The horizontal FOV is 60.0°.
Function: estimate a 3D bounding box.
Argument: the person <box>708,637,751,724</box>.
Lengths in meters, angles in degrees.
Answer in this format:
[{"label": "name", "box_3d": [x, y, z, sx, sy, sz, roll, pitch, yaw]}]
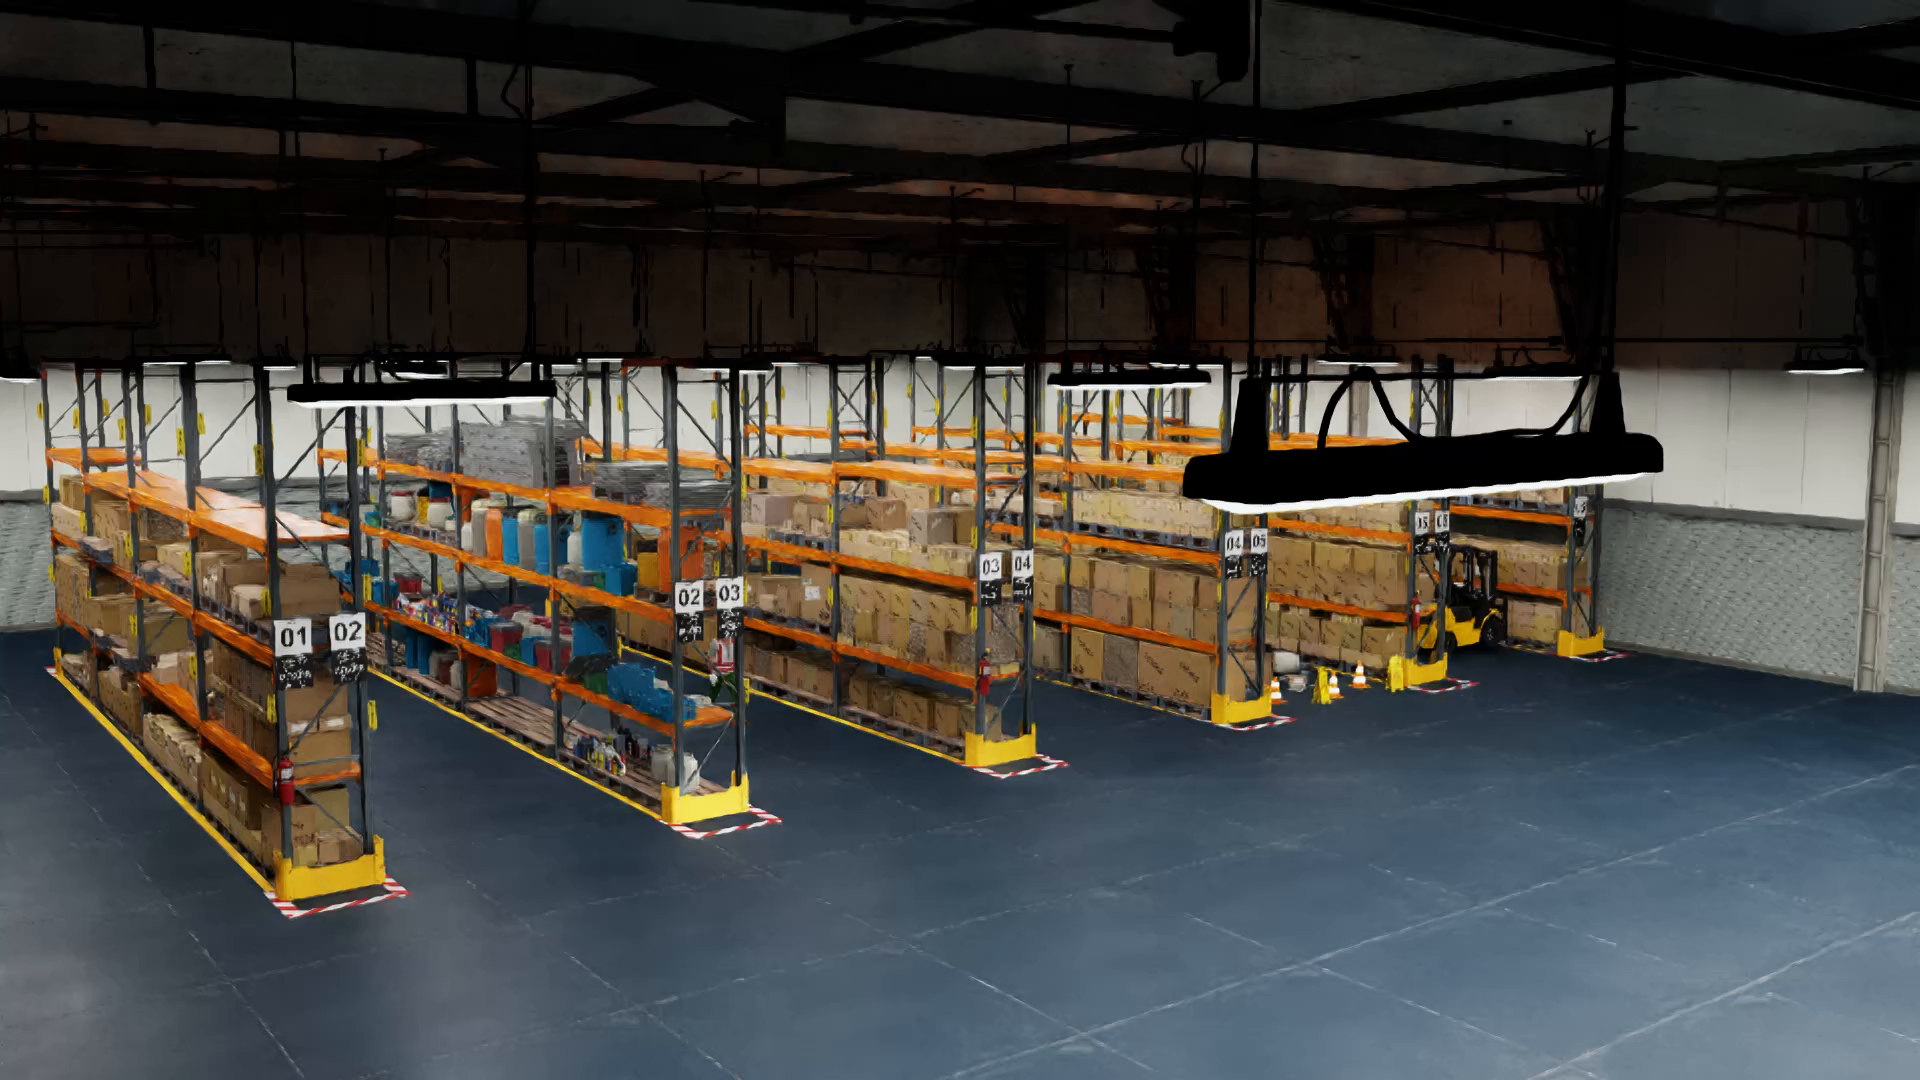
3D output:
[{"label": "person", "box_3d": [-3.886, 2.176, 27.465, 0.553, 1.709, 1.123, -5, 8, -34]}]
